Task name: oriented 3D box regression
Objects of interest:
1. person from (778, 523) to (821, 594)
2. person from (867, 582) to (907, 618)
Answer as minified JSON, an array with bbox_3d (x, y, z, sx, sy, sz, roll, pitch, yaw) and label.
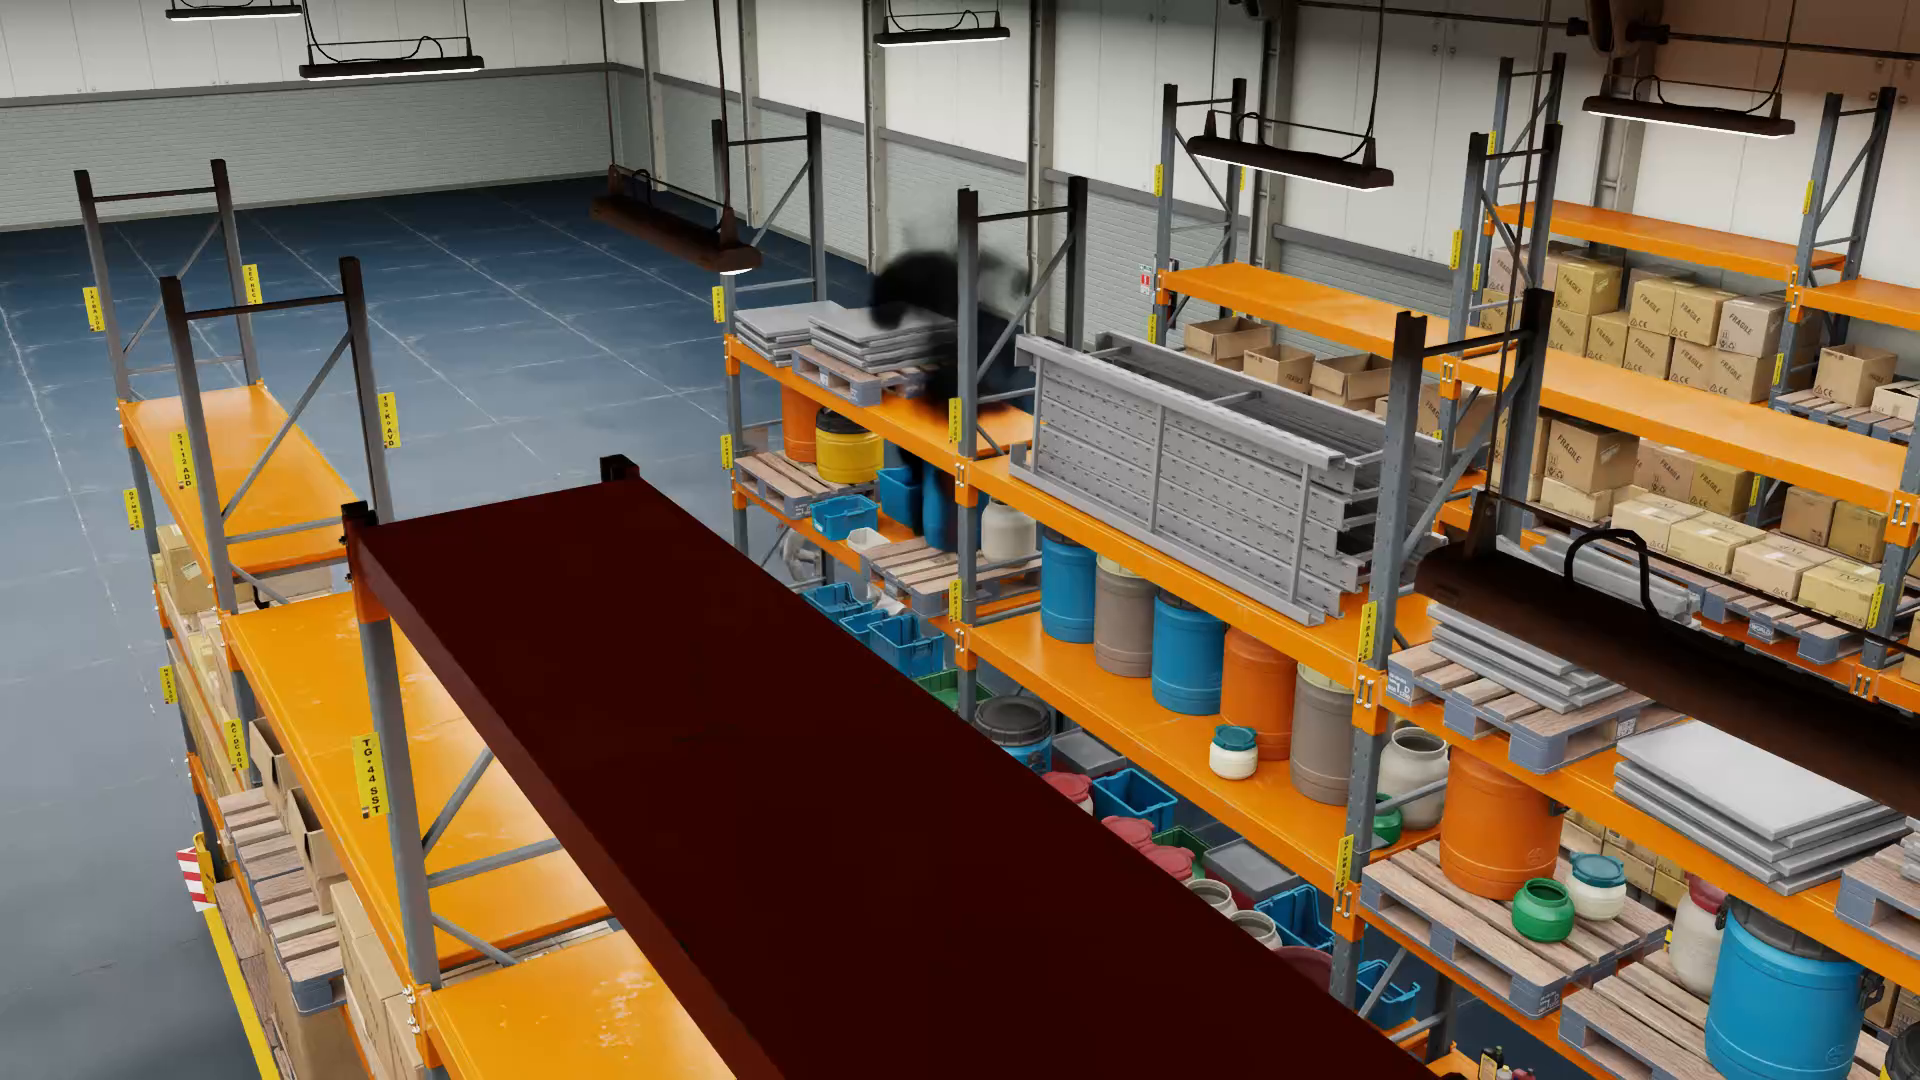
[{"bbox_3d":[-1.859,-0.170,19.529,0.578,1.712,0.718,-3,22,-8],"label":"person"},{"bbox_3d":[-0.736,0.708,17.312,0.701,1.739,0.697,12,25,28],"label":"person"}]
